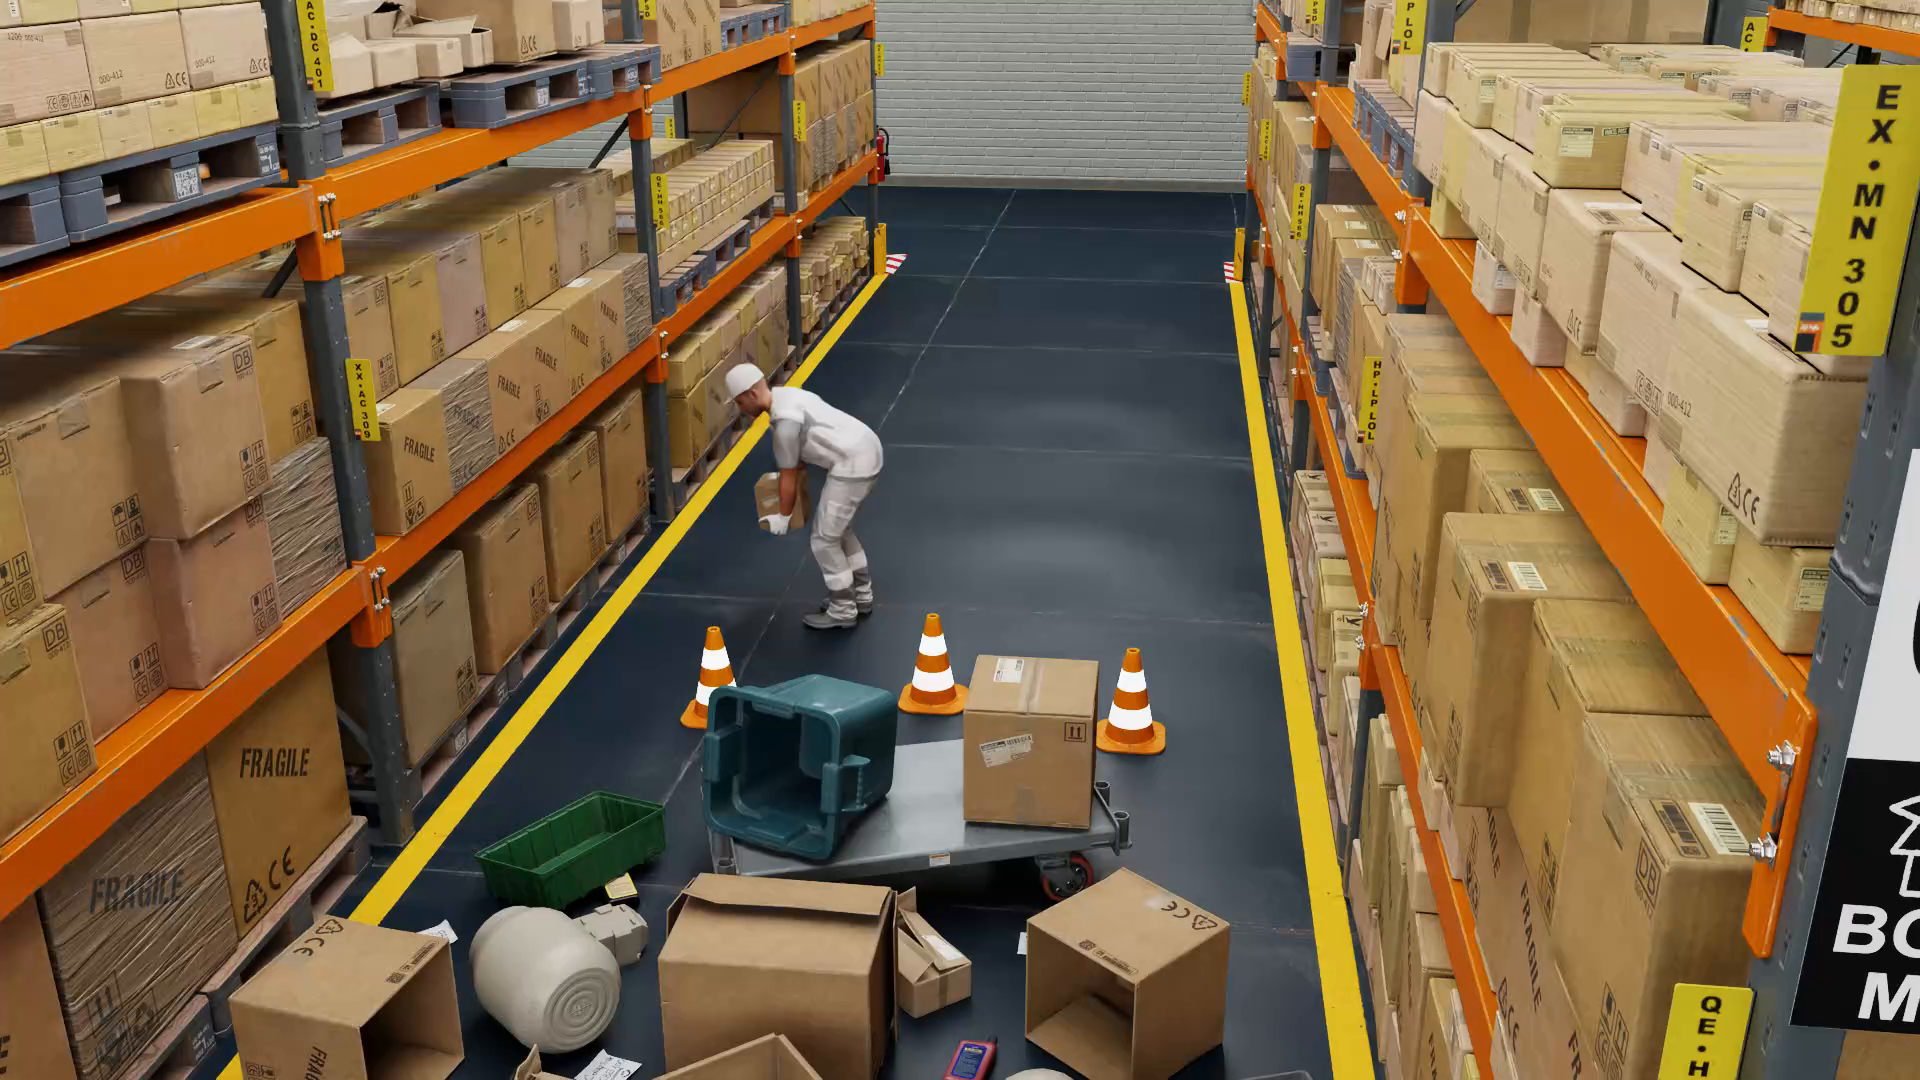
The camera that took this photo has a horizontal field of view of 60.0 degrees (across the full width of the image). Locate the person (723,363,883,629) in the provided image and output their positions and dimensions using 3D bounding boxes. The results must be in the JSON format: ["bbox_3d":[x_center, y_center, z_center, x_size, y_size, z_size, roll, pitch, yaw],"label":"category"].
[{"bbox_3d":[-0.847,-0.248,9.135,0.858,1.472,0.484,2,21,5],"label":"person"}]
